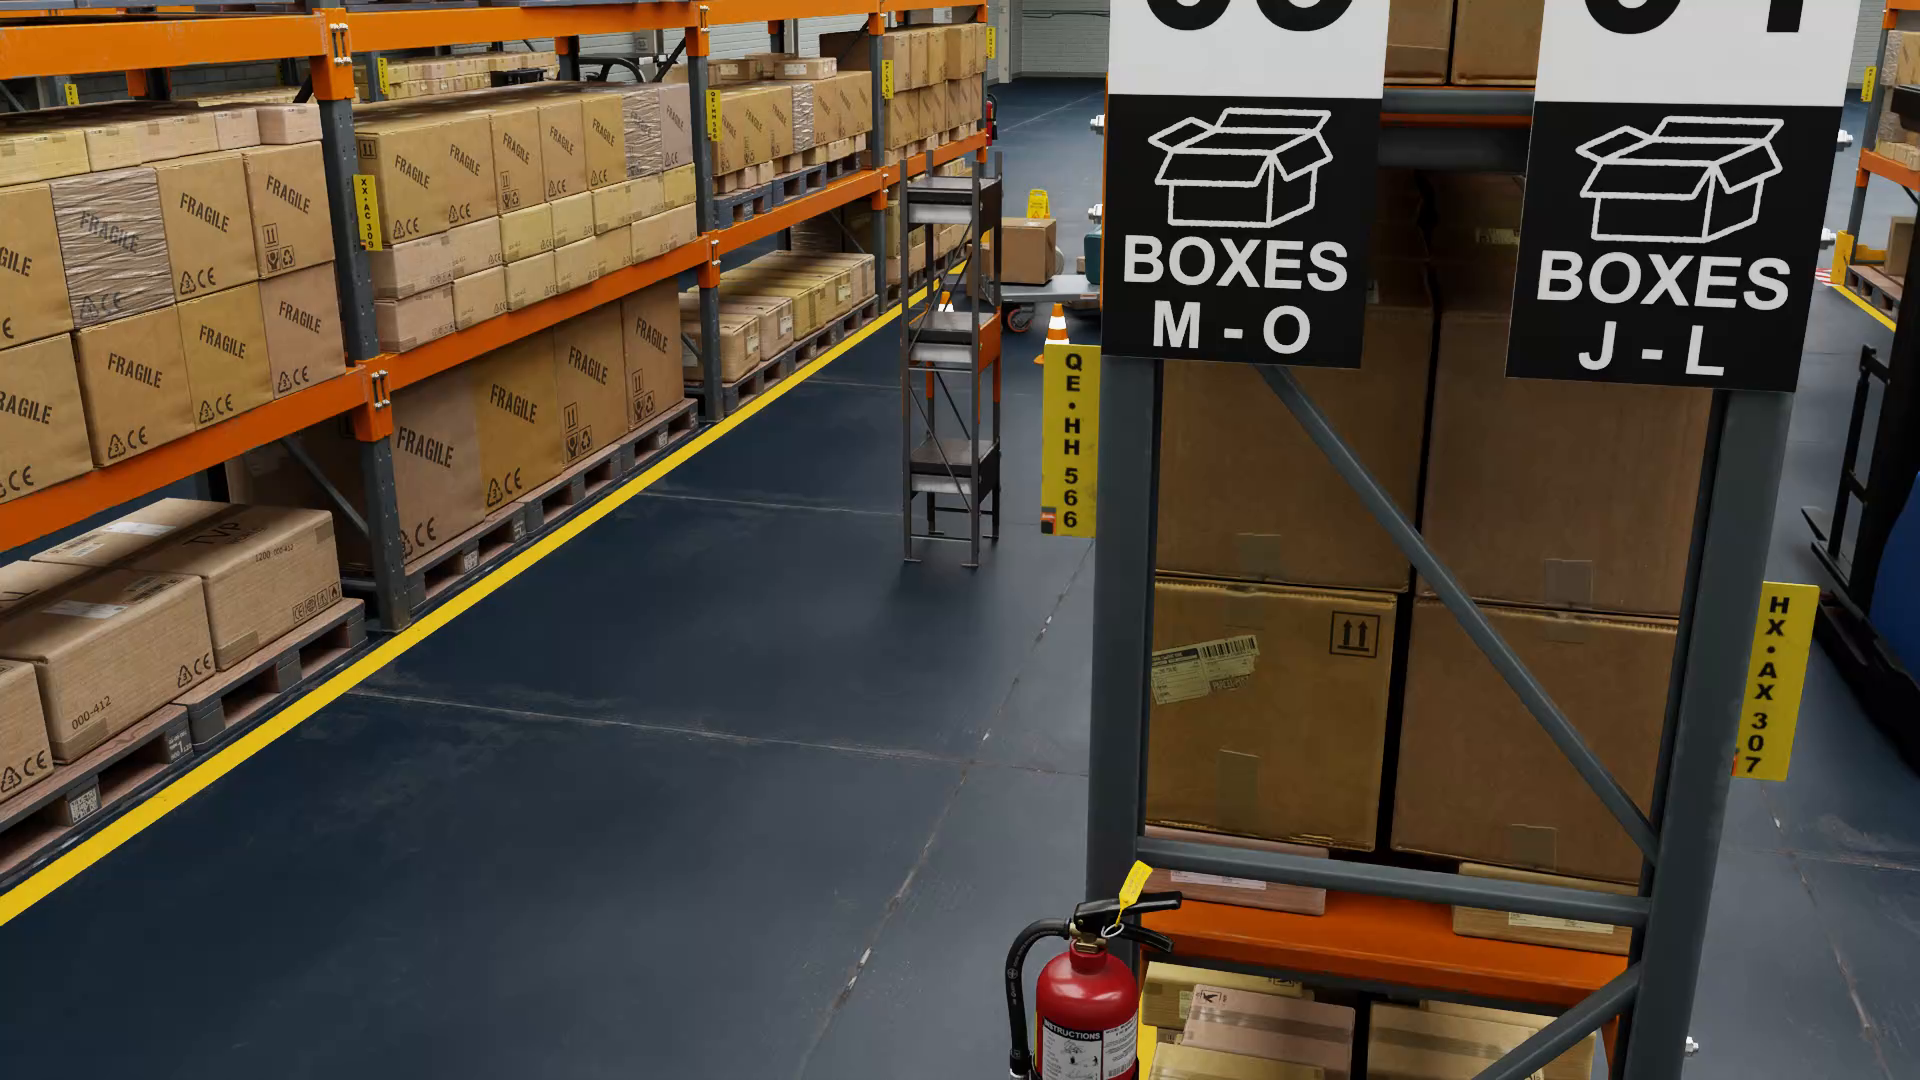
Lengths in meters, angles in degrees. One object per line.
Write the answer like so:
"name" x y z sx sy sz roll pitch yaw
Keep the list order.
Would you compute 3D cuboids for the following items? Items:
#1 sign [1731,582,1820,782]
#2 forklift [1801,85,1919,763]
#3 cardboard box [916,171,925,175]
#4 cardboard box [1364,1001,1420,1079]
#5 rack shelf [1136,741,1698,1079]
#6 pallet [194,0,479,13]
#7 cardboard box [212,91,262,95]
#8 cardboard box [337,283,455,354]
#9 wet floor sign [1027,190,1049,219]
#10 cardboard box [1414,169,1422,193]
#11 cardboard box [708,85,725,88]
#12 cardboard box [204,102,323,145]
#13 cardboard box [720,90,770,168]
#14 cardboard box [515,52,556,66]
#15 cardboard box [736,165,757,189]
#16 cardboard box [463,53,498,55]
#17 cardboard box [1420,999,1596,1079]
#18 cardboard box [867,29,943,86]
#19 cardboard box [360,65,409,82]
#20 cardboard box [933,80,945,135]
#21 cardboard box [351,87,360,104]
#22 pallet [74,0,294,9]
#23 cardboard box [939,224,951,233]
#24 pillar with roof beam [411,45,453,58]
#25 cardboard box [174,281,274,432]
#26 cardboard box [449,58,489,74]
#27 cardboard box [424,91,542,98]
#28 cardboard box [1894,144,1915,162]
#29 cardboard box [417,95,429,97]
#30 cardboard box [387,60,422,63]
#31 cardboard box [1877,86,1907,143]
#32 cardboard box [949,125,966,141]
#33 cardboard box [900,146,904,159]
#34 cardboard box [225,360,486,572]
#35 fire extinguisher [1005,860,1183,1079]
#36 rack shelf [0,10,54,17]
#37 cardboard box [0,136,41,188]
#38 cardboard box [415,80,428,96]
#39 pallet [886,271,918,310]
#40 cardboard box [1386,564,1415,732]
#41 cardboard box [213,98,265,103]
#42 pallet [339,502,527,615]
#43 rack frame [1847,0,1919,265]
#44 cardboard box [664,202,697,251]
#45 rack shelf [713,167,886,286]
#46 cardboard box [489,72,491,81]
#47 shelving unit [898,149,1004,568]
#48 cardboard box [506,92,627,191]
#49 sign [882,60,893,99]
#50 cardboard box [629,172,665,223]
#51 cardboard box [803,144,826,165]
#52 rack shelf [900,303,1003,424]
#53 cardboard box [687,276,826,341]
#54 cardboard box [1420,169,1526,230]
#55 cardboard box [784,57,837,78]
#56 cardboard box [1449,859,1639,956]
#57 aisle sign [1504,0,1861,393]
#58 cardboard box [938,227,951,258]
"sign" 1.245 0.220 2.564 0.100 0.325 0.005 5 19 13
"forklift" 4.553 -0.858 7.164 1.130 2.935 3.031 4 19 13
"cardboard box" -0.493 -3.537 16.343 0.380 0.149 0.250 6 20 17
"cardboard box" 1.191 1.287 4.079 0.380 0.149 0.250 5 19 14
"rack shelf" 1.207 0.300 4.781 1.077 0.370 4.000 5 19 13
"pallet" -2.953 -2.646 7.950 0.805 0.209 1.217 4 19 11
"cardboard box" -6.503 -3.946 14.941 0.380 0.149 0.250 4 19 13
"cardboard box" -2.765 -1.072 7.918 0.500 0.250 0.500 4 19 12
"wet floor sign" 0.887 -3.648 18.871 0.267 0.644 0.232 12 22 32
"cardboard box" 1.237 -1.042 5.437 0.500 0.500 0.500 4 19 12
"cardboard box" -2.072 -3.152 12.512 0.500 0.500 0.500 3 19 10
"cardboard box" -2.895 -1.732 6.913 0.380 0.149 0.250 4 19 12
"cardboard box" -1.697 -2.953 11.929 0.500 0.500 0.500 6 20 16
"cardboard box" -4.894 -5.544 19.161 0.380 0.149 0.250 5 19 14
"cardboard box" -1.679 -2.615 11.942 0.380 0.149 0.250 3 19 10
"cardboard box" -5.448 -5.422 18.802 0.380 0.149 0.250 5 19 14
"cardboard box" 1.313 1.153 4.010 0.380 0.149 0.250 5 19 13
"cardboard box" -0.562 -4.629 15.938 0.700 0.500 0.500 4 19 12
"cardboard box" -5.664 -4.587 16.357 0.380 0.149 0.250 5 19 14
"cardboard box" -0.457 -4.313 16.560 0.500 0.500 0.500 5 19 14
"cardboard box" -5.857 -4.154 15.551 0.380 0.149 0.250 5 20 15
"pallet" -3.339 -2.148 6.333 1.003 0.211 1.213 5 19 13
"cardboard box" -0.394 -3.447 17.082 0.500 0.500 0.500 4 19 12
"pillar with roof beam" -1.881 -7.530 17.312 9.100 9.000 0.400 5 19 13
"cardboard box" -3.115 -0.746 6.577 0.500 0.500 0.500 4 19 12
"cardboard box" -5.263 -5.063 17.752 0.380 0.149 0.250 5 19 14
"cardboard box" -2.762 -2.348 9.720 0.500 0.500 0.500 5 20 15
"cardboard box" 8.916 -3.581 15.421 0.380 0.149 0.250 5 19 13
"cardboard box" -5.516 -4.255 16.849 0.500 0.500 0.500 5 19 14
"cardboard box" -5.859 -4.942 17.398 0.380 0.149 0.250 4 19 13
"cardboard box" 9.252 -4.023 15.709 0.875 0.500 0.500 5 19 13
"cardboard box" -0.152 -4.285 17.479 0.380 0.149 0.250 5 19 14
"cardboard box" -0.739 -3.657 15.643 0.380 0.149 0.250 5 19 13
"cardboard box" -3.055 -0.420 8.414 0.875 0.875 0.875 5 20 15
"fire extinguisher" 0.209 0.842 2.777 0.296 0.674 0.183 5 19 13
"rack shelf" -7.454 -3.123 10.162 1.077 0.370 4.000 5 19 13
"cardboard box" -3.315 -1.258 5.525 0.380 0.149 0.250 5 19 13
"cardboard box" -5.557 -4.523 16.631 0.380 0.149 0.250 5 19 13
"pallet" -1.044 -2.427 15.968 1.003 0.211 1.213 5 19 13
"cardboard box" 1.202 0.110 3.610 0.500 0.500 0.500 5 19 13
"cardboard box" -6.130 -3.662 14.110 0.380 0.149 0.250 4 19 12
"pallet" -3.013 0.046 8.728 1.003 0.211 1.213 5 19 13
"rack frame" 9.413 -4.005 16.272 1.000 3.000 0.127 5 19 13
"cardboard box" -2.023 -2.030 10.722 0.500 0.250 0.500 4 19 11
"rack shelf" -1.663 -2.566 13.174 1.077 0.370 4.000 5 19 13
"cardboard box" -5.114 -4.998 18.021 0.380 0.149 0.250 5 19 14
"shelving unit" -0.040 -0.942 8.696 0.431 2.100 0.503 5 19 13
"cardboard box" -2.269 -2.301 9.582 0.500 0.500 0.500 5 19 13
"sign" -0.635 -4.039 14.580 0.100 0.325 0.005 5 19 13
"cardboard box" -2.145 -2.113 10.191 0.500 0.250 0.500 4 19 12
"cardboard box" -1.295 -3.112 13.396 0.380 0.149 0.250 5 19 13
"rack shelf" -0.040 -0.929 8.701 0.431 0.518 0.480 5 19 13
"cardboard box" -1.641 -1.881 13.469 0.950 0.372 0.625 5 20 15
"cardboard box" 1.583 -0.838 4.838 0.500 0.500 0.500 5 20 15
"cardboard box" -1.224 -3.848 13.544 0.380 0.149 0.250 4 19 12
"cardboard box" 1.116 0.630 3.091 0.380 0.149 0.250 4 19 13
"aisle sign" 0.992 -0.597 2.272 0.394 0.787 0.004 5 19 13
"cardboard box" -0.390 -3.084 17.181 0.500 0.250 0.500 4 19 11
